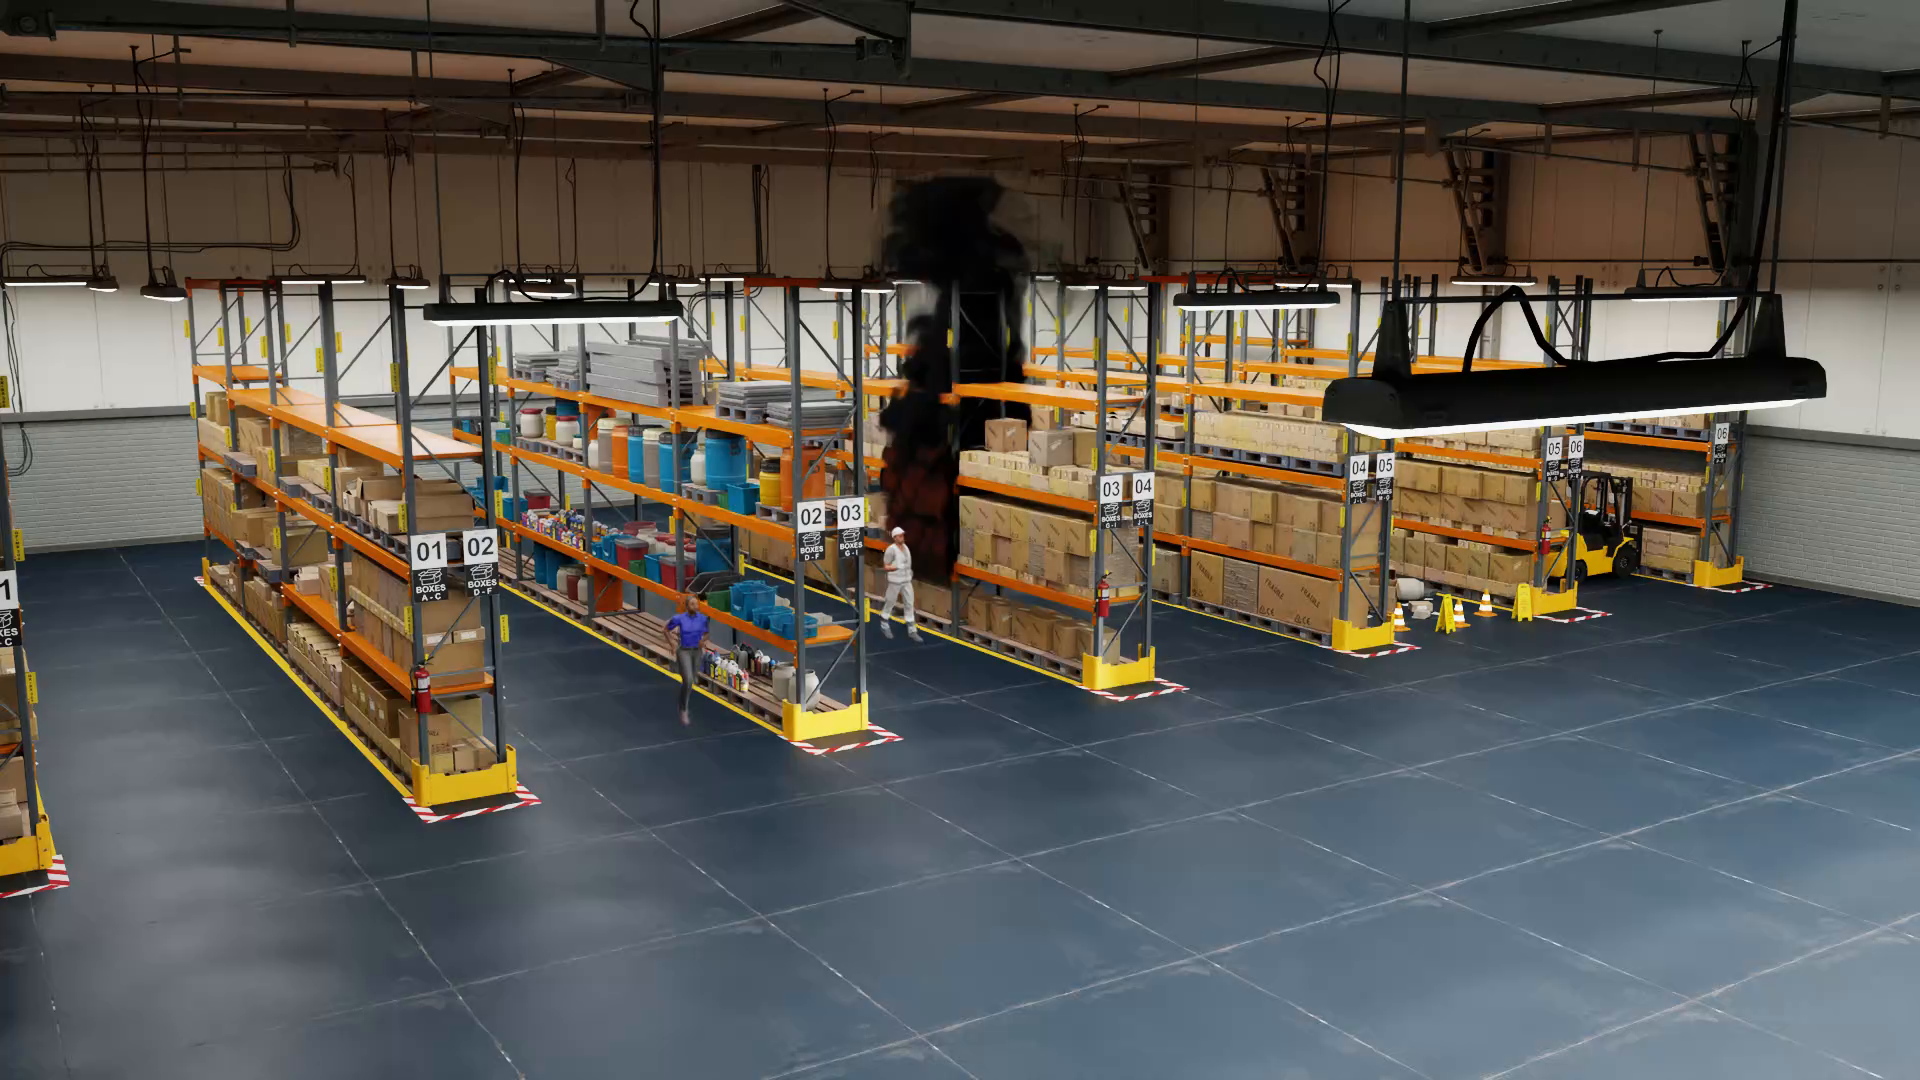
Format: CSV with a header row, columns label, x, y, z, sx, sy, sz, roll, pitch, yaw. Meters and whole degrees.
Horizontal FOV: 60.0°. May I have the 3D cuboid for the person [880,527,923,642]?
label,x,y,z,sx,sy,sz,roll,pitch,yaw
person,-0.956,0.702,26.526,0.644,1.826,0.851,-9,13,-44

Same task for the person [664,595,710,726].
label,x,y,z,sx,sy,sz,roll,pitch,yaw
person,-3.600,1.686,22.174,0.566,1.529,0.649,-6,11,-34
